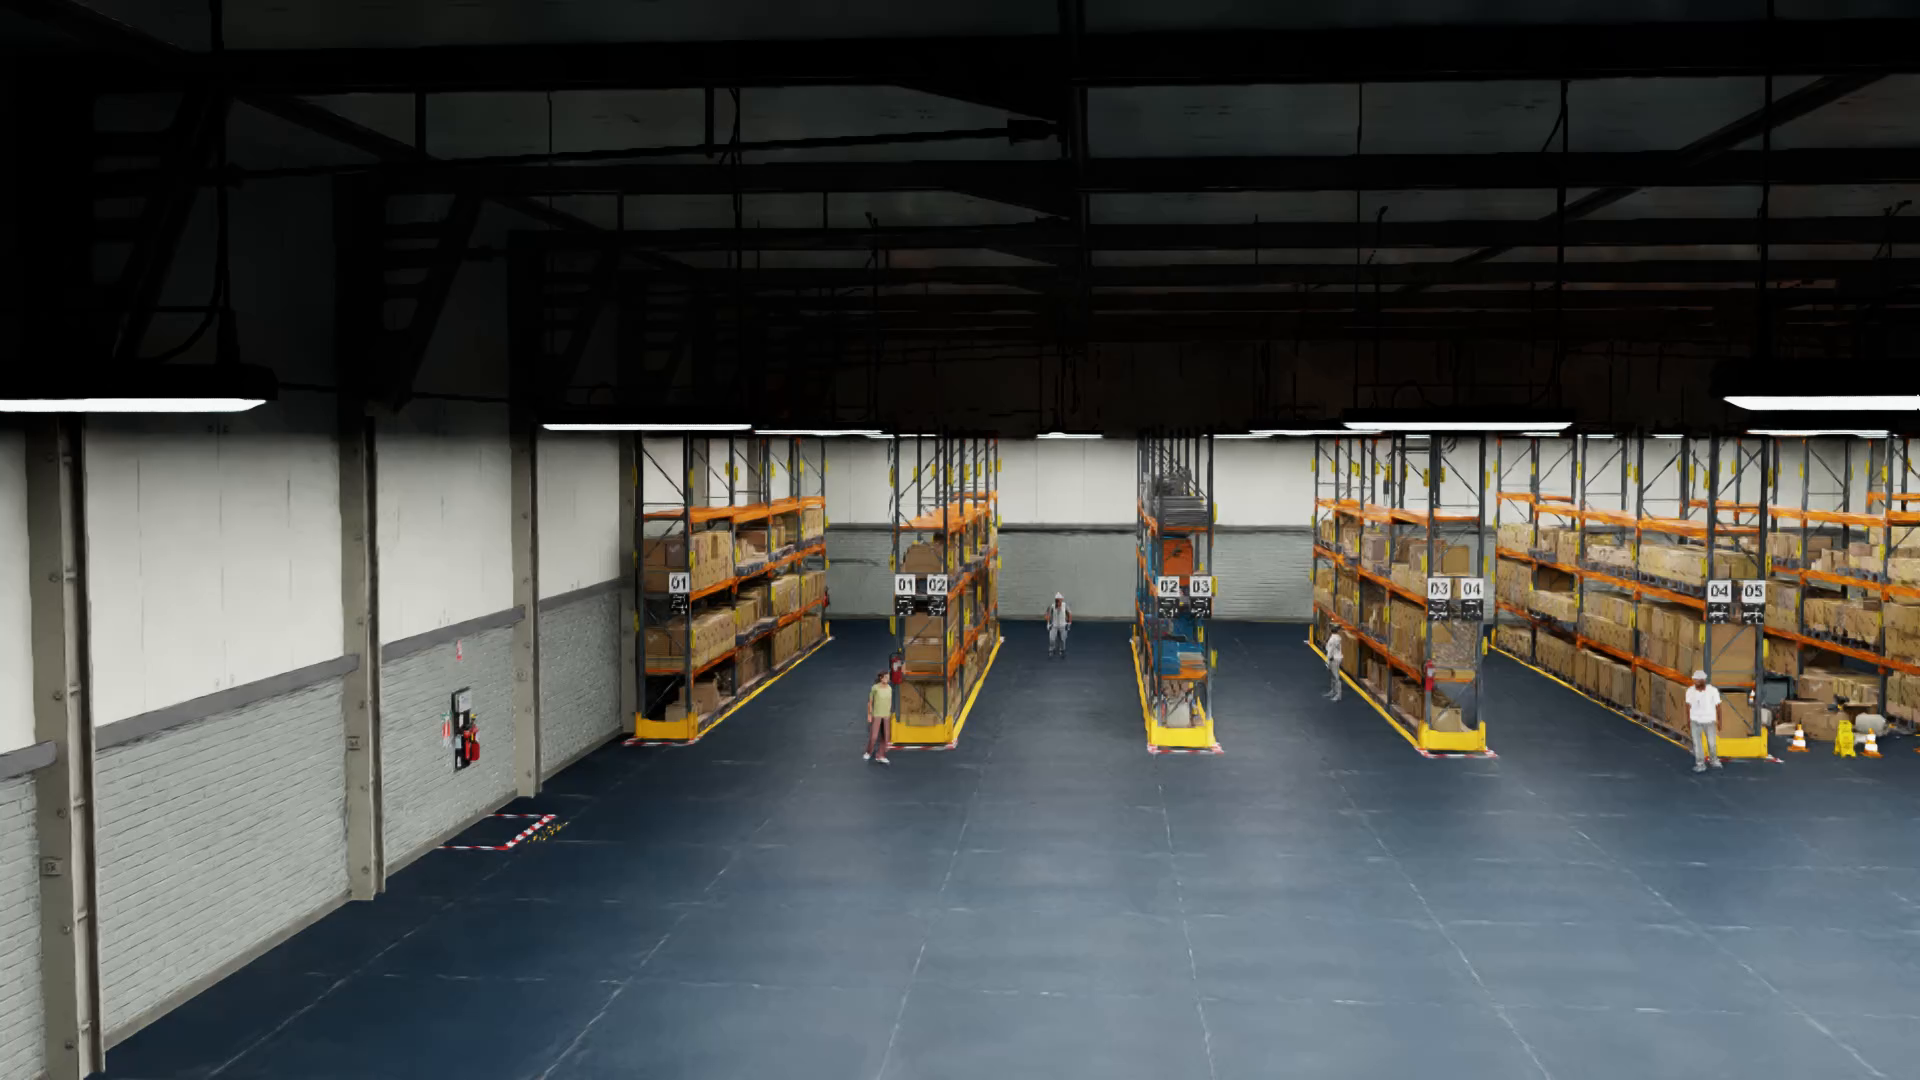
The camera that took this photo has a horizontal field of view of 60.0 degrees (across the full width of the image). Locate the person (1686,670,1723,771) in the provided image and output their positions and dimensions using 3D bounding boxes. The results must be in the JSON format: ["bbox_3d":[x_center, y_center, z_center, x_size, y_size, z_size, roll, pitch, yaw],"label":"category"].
[{"bbox_3d":[12.911,3.116,28.847,0.611,1.753,0.582,3,5,41],"label":"person"}]

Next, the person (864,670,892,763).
[{"bbox_3d":[-1.460,3.119,29.577,0.503,1.659,0.534,-2,4,-31],"label":"person"}]

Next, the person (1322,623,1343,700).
[{"bbox_3d":[8.236,2.669,36.709,0.537,1.665,0.573,2,4,34],"label":"person"}]

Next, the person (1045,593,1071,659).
[{"bbox_3d":[2.573,2.249,43.470,0.677,1.742,0.552,0,3,3],"label":"person"}]
